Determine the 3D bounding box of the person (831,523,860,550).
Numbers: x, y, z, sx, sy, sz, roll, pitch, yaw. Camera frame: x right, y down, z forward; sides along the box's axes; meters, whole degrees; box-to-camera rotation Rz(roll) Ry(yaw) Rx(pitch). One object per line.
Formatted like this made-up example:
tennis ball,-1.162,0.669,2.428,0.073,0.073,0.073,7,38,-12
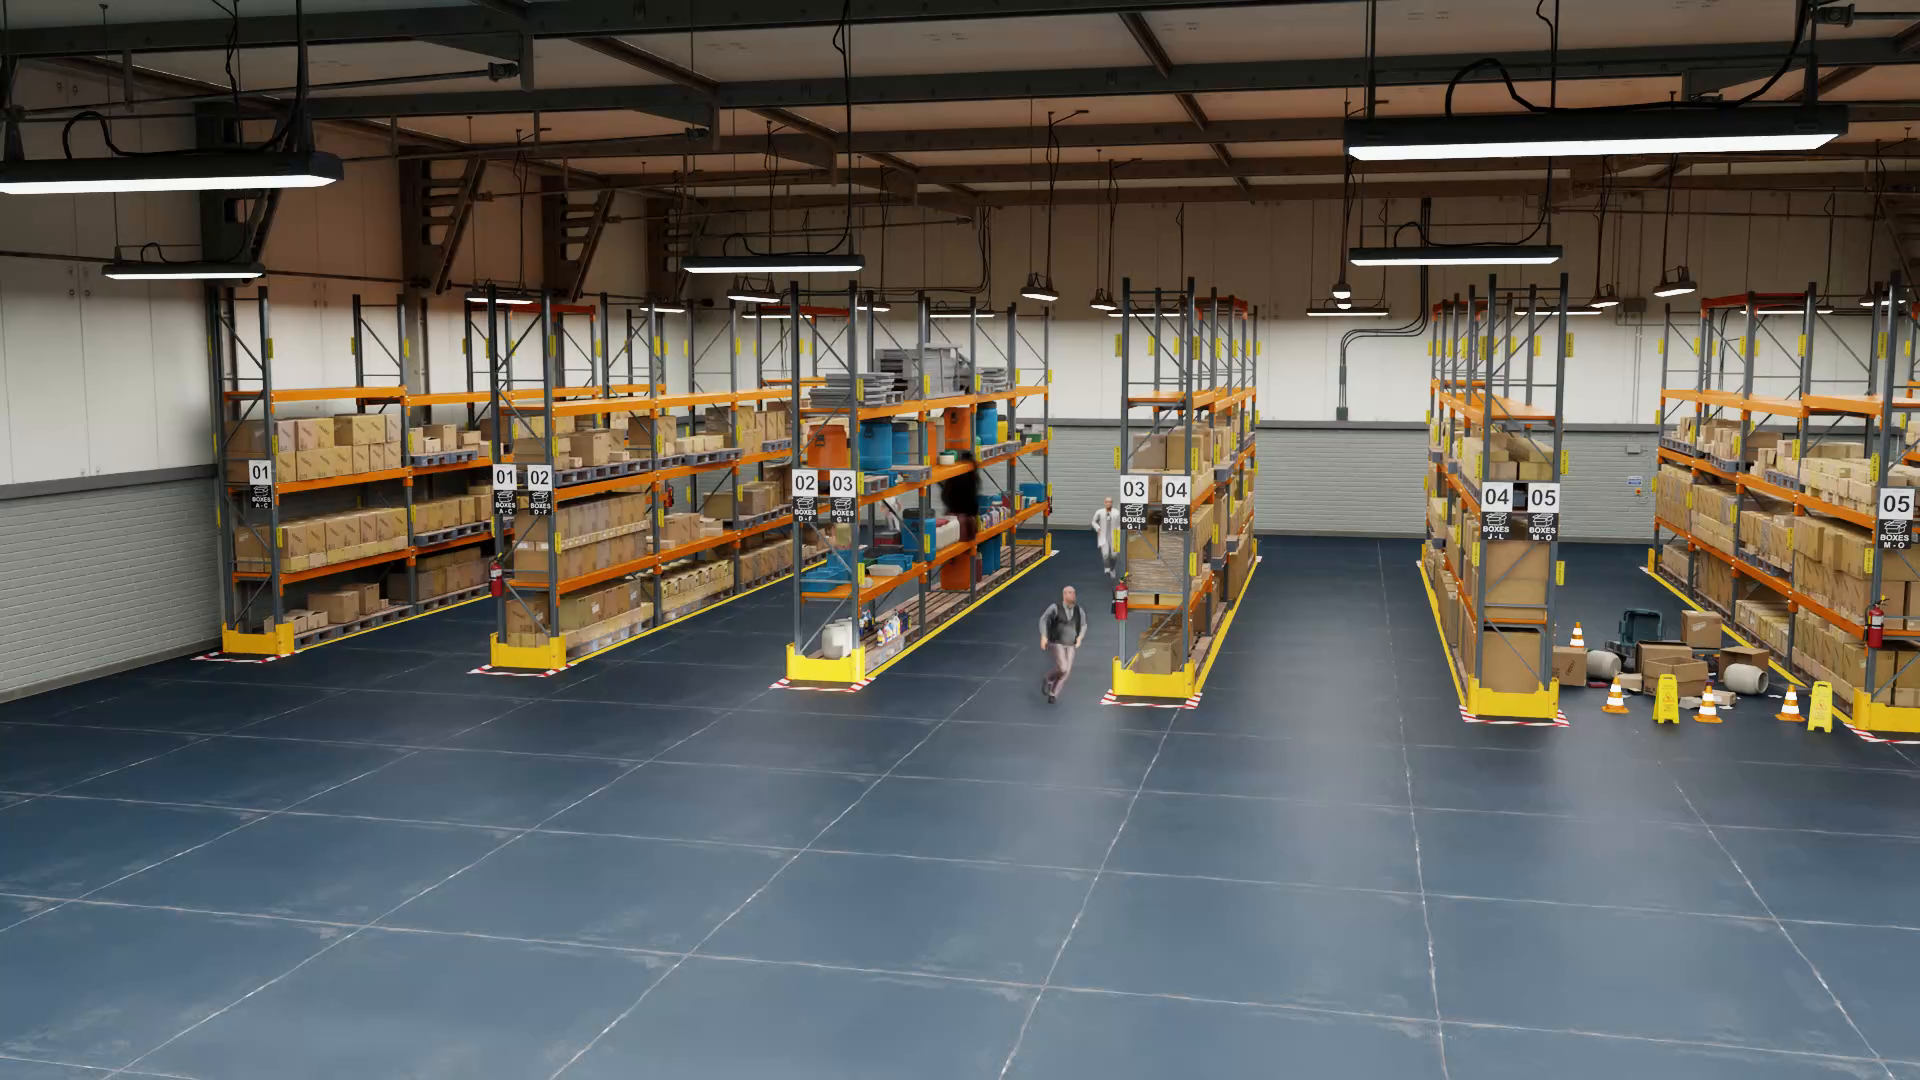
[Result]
person,-2.290,0.116,33.013,0.604,1.659,0.725,1,7,12

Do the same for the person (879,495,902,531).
person,-1.741,-0.560,41.548,0.601,1.620,0.705,-3,7,-21

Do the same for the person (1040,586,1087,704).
person,1.506,1.488,23.519,0.684,1.649,0.540,-2,7,-19

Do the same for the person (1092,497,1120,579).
person,3.129,-0.033,35.065,0.706,1.744,0.646,1,7,5
